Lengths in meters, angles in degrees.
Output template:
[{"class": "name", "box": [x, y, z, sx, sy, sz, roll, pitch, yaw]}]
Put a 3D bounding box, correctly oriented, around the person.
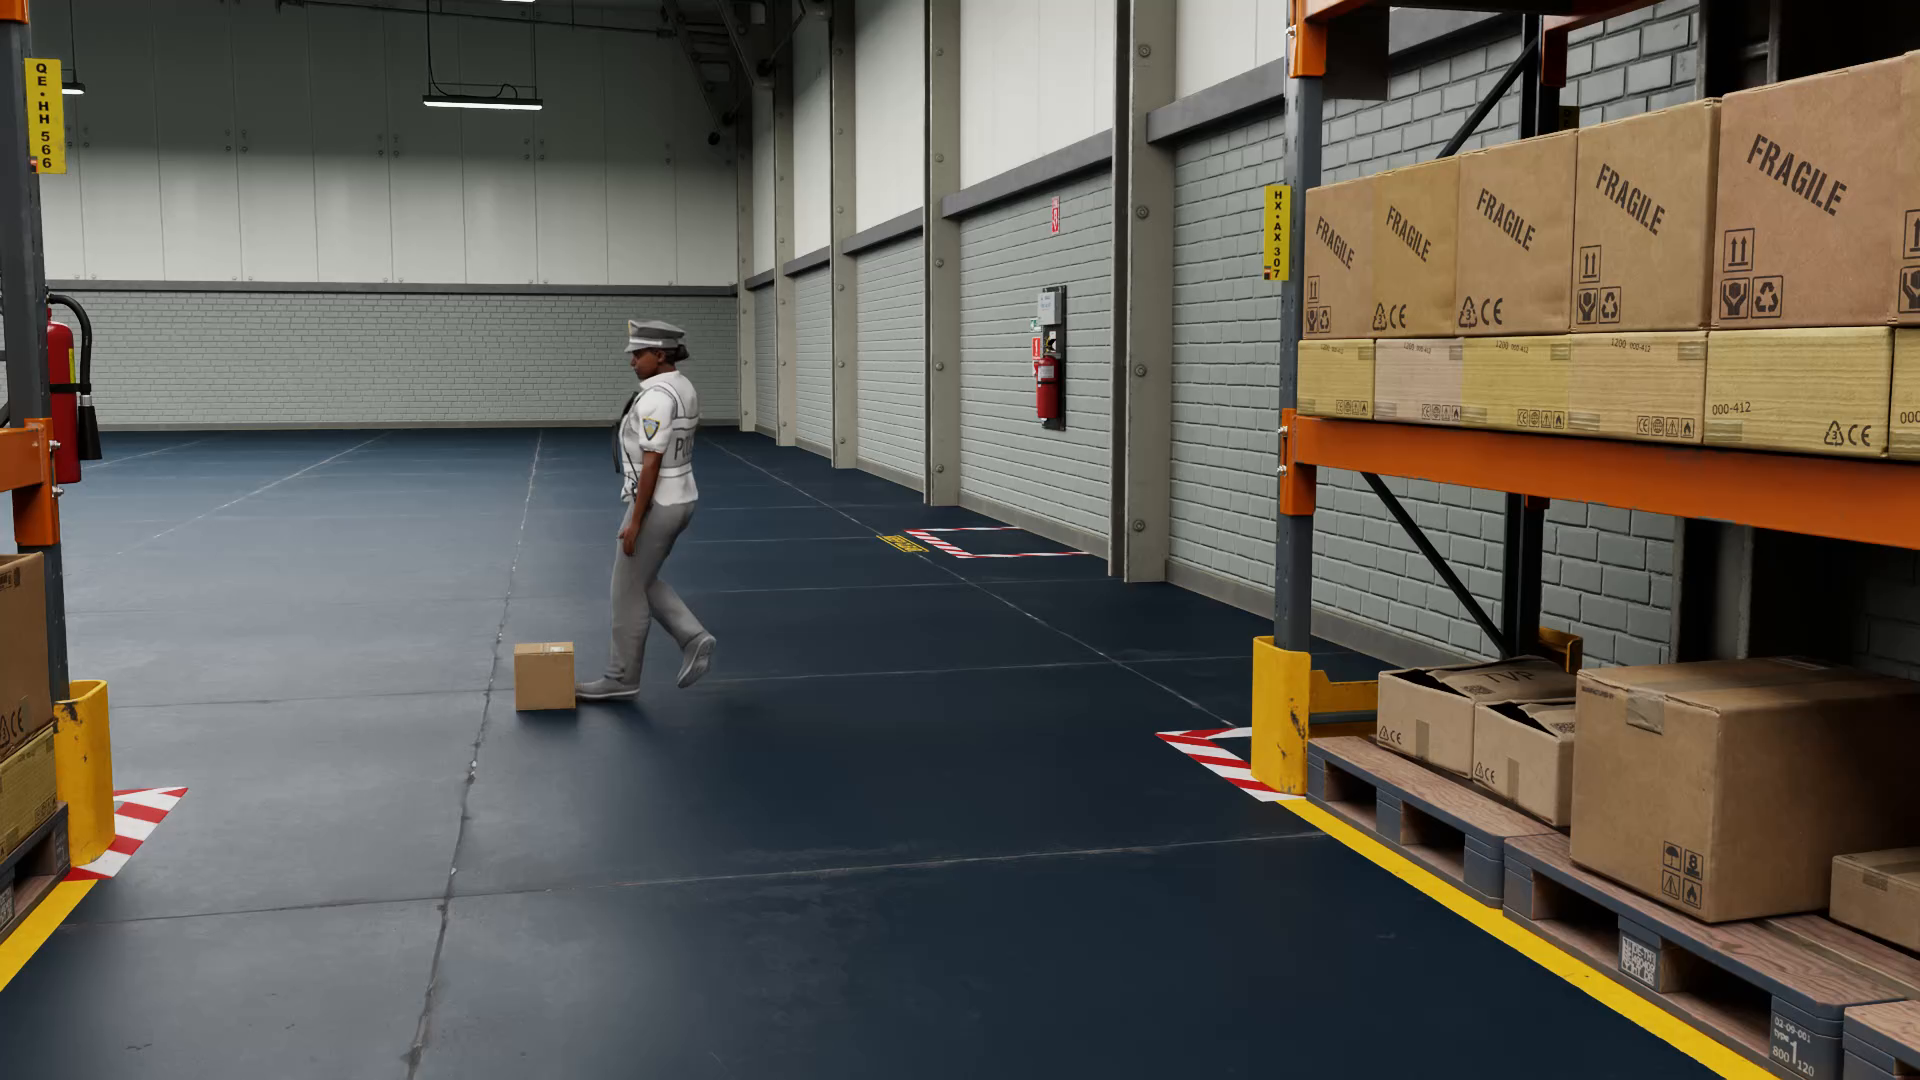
[{"class": "person", "box": [-1.396, -0.124, 7.249, 0.623, 1.648, 0.519, 1, 6, 6]}]
